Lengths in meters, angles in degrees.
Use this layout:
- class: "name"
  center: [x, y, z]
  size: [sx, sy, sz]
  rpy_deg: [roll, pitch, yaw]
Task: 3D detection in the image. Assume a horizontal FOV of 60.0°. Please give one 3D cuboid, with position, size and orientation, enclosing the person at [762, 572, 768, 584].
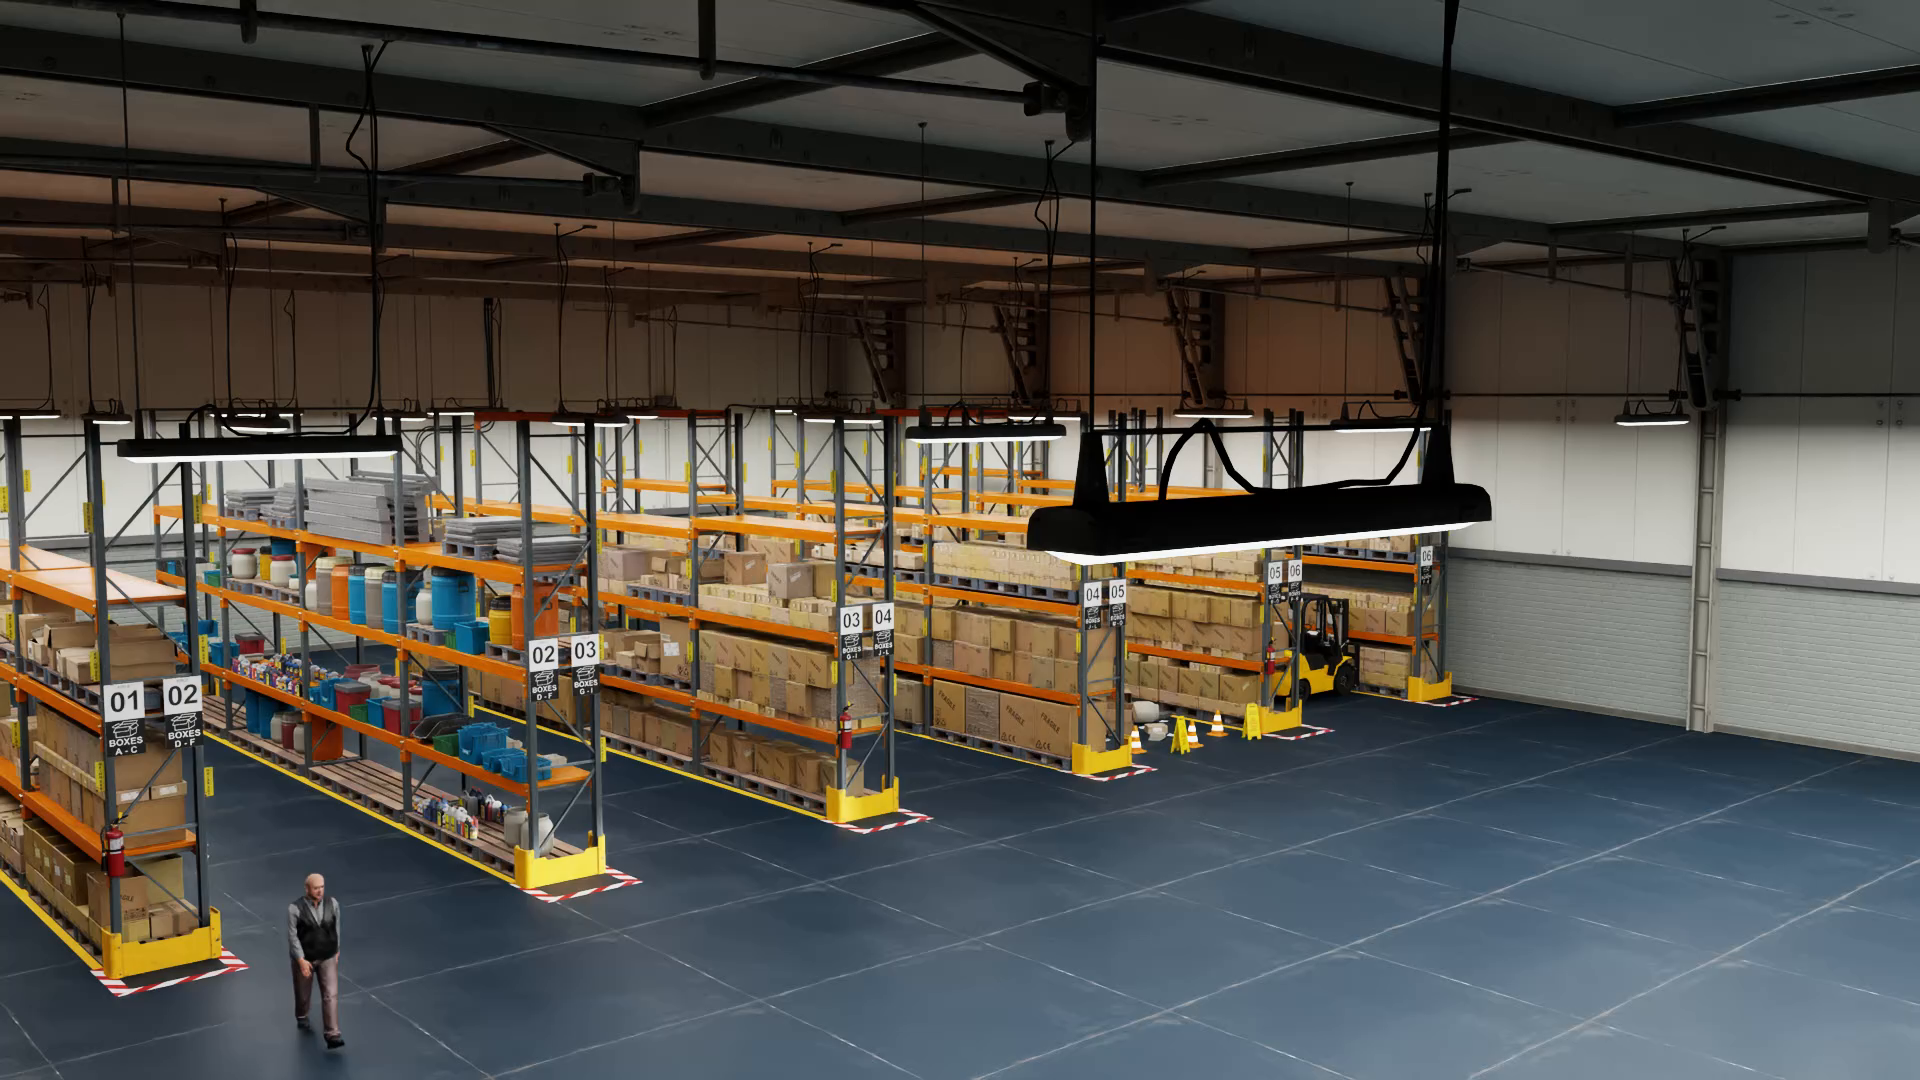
- class: "person"
  center: [-5.295, 1.472, 45.994]
  size: [0.425, 1.634, 0.967]
  rpy_deg: [5, 7, 42]

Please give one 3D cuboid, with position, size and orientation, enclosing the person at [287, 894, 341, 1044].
- class: "person"
  center: [-6.318, 4.153, 16.302]
  size: [0.524, 1.402, 0.934]
  rpy_deg: [-3, 6, -32]
